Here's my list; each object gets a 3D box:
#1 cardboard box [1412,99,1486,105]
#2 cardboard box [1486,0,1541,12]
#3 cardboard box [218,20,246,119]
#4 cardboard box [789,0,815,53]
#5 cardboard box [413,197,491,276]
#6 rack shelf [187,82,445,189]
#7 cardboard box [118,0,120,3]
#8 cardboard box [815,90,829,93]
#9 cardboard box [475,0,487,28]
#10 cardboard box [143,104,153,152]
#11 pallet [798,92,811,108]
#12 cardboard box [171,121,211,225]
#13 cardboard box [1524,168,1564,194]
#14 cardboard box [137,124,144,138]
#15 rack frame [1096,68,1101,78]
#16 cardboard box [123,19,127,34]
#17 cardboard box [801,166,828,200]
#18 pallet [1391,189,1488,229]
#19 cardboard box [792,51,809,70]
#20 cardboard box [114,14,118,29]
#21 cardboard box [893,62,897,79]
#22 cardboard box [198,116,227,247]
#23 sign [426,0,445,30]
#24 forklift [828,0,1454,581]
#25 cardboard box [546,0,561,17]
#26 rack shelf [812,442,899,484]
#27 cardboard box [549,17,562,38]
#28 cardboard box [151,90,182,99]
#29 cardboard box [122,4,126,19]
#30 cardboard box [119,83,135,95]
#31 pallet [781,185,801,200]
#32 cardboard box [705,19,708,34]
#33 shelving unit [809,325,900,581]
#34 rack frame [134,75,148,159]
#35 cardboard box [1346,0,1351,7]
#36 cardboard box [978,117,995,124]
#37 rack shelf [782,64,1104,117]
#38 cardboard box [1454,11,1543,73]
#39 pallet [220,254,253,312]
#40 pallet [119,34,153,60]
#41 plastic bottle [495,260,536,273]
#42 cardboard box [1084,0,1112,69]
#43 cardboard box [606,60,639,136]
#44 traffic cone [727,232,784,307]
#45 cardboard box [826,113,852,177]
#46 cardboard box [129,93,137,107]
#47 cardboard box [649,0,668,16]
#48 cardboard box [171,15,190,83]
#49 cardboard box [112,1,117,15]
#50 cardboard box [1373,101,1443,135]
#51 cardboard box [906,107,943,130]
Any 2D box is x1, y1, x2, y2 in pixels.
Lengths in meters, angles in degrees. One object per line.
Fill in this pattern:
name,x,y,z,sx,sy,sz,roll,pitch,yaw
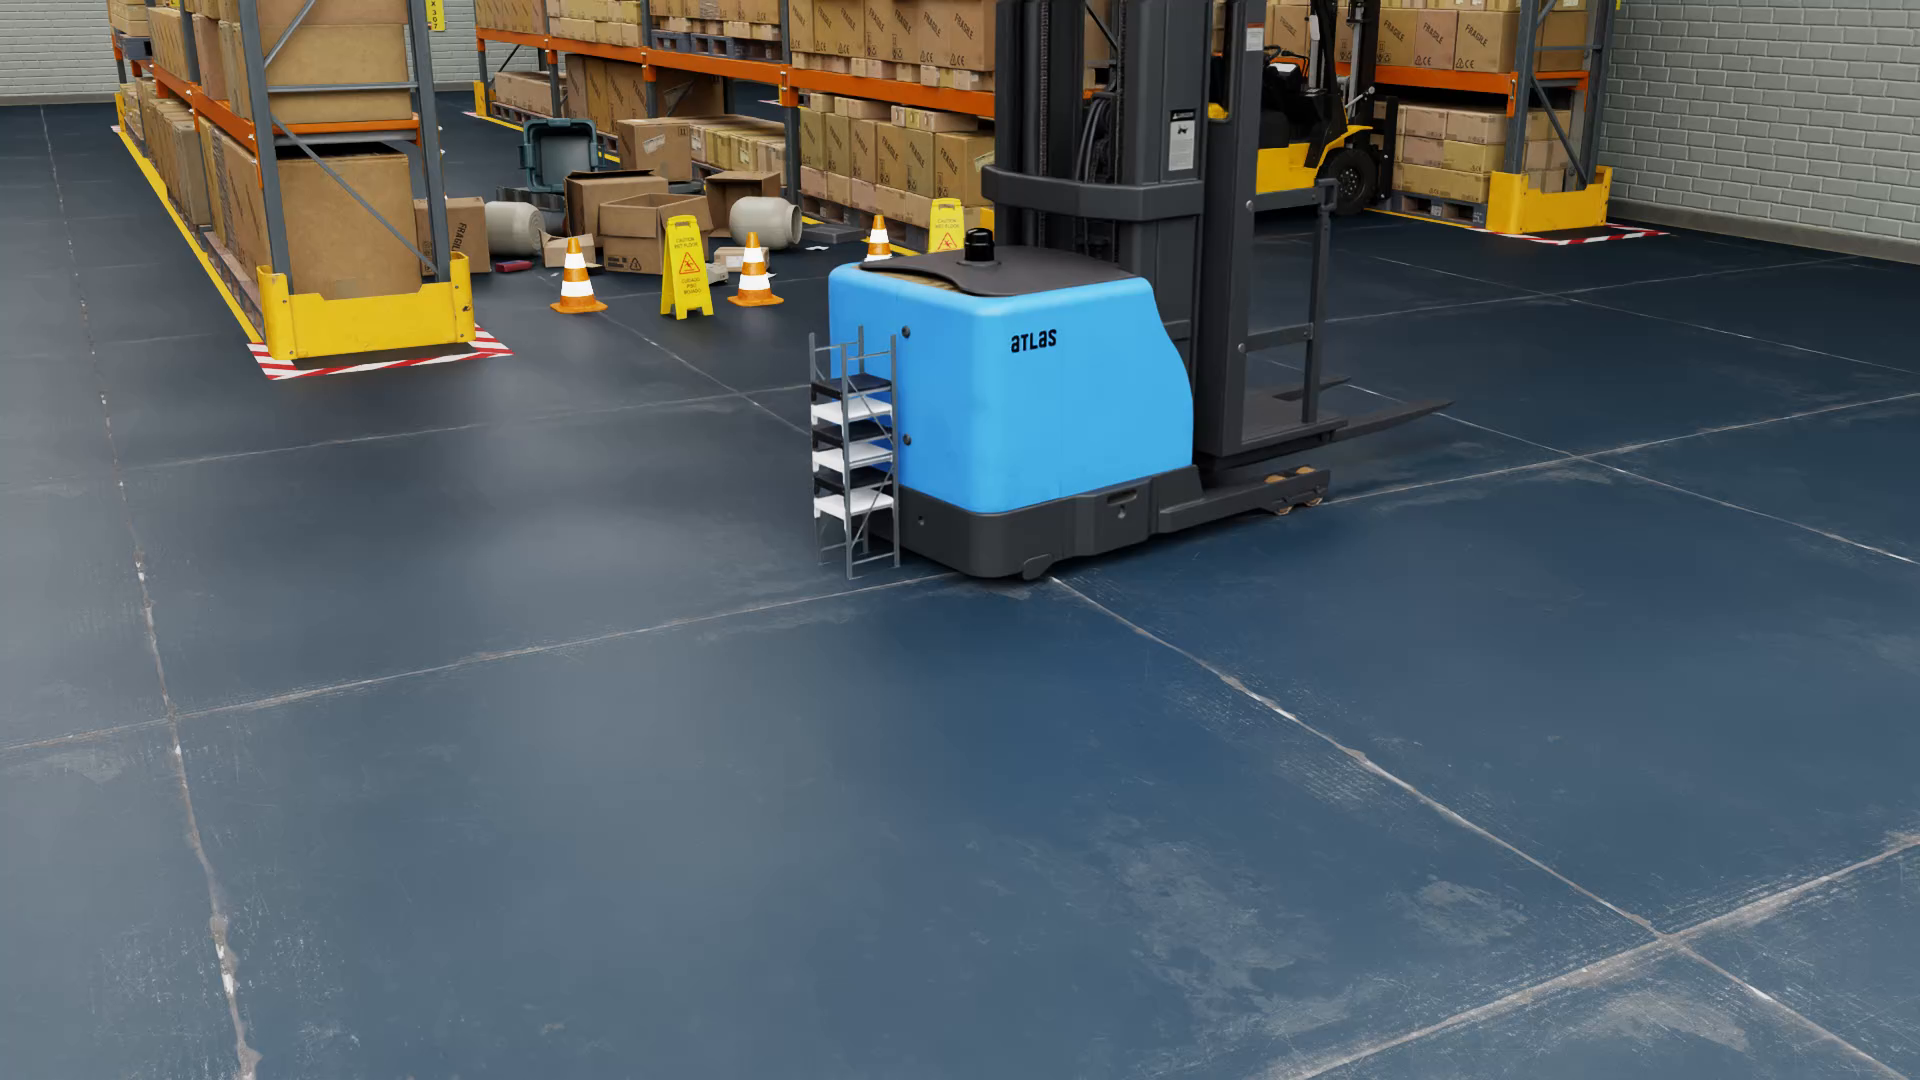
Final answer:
cardboard box,4.594,-3.994,15.645,0.500,0.250,0.500,-10,21,-27
cardboard box,4.713,-4.577,14.149,0.380,0.149,0.250,-10,21,-26
cardboard box,-4.047,-2.926,10.283,0.875,0.550,0.550,-10,21,-27
cardboard box,-1.178,-4.564,14.649,0.500,0.500,0.500,-10,21,-27
cardboard box,-3.810,-2.282,12.475,0.500,0.500,0.500,-6,20,-17
rack shelf,-4.500,-2.835,11.352,1.077,0.370,4.000,-10,21,-27
cardboard box,-8.598,-5.700,17.381,0.380,0.149,0.250,-9,21,-24
cardboard box,-1.895,-7.335,26.479,0.700,0.500,0.500,-9,21,-24
cardboard box,-6.865,-7.855,24.644,0.500,0.500,0.500,-10,21,-27
cardboard box,-8.879,-4.658,18.720,0.500,0.500,0.500,-9,21,-24
pallet,-2.058,-7.191,27.148,1.003,0.211,1.213,-10,21,-27
cardboard box,-5.824,-3.049,13.673,1.050,0.750,0.750,-10,21,-27
cardboard box,5.063,-3.237,14.985,0.500,0.250,0.500,-10,21,-26
cardboard box,-9.735,-4.957,20.124,0.380,0.149,0.250,-10,21,-26
rack frame,1.325,-6.463,20.764,1.000,3.000,0.127,-10,21,-27
cardboard box,-8.342,-5.265,17.033,0.380,0.149,0.250,-10,22,-27
cardboard box,-1.099,-3.233,14.973,0.500,0.250,0.500,-11,22,-29
pallet,4.724,-3.062,15.181,1.003,0.211,1.213,-10,21,-27
cardboard box,-1.275,-4.286,14.840,0.380,0.149,0.250,-10,21,-27
cardboard box,-9.215,-5.790,18.555,0.380,0.149,0.250,-10,21,-26
cardboard box,-0.317,-3.794,13.414,0.380,0.149,0.250,-10,21,-27
cardboard box,-5.213,-2.752,12.622,0.875,0.875,0.875,-10,21,-26
sign,-3.059,-3.132,9.661,0.100,0.325,0.005,-10,21,-27
forklift,0.944,-1.608,6.798,3.031,2.935,1.130,-15,24,-36
cardboard box,-4.980,-6.837,21.311,0.500,0.250,0.500,-11,22,-28
rack shelf,-0.390,-0.292,6.199,0.258,0.077,0.200,-15,24,-36
cardboard box,-4.964,-6.604,21.400,0.500,0.250,0.500,-11,22,-28
cardboard box,-7.905,-4.425,16.895,0.500,0.250,0.500,-11,22,-28
cardboard box,-8.240,-5.341,16.796,0.380,0.149,0.250,-9,21,-25
cardboard box,-11.199,-6.123,22.593,0.380,0.149,0.250,-11,22,-29
pallet,-1.513,-3.450,16.307,1.003,0.211,1.213,-10,21,-27
cardboard box,-2.392,-5.265,17.032,0.380,0.149,0.250,-9,21,-25
shelving unit,-0.390,-0.323,6.188,0.258,0.900,0.210,-15,24,-36
rack frame,-9.249,-6.046,19.554,1.000,3.000,0.127,-10,21,-27
cardboard box,3.861,-5.090,15.636,0.380,0.149,0.250,-10,22,-28
cardboard box,0.123,-3.226,13.804,0.500,0.500,0.500,-10,21,-26
rack shelf,-0.192,-3.631,13.659,1.077,0.370,4.000,-10,21,-27
cardboard box,4.659,-4.315,14.384,0.500,0.500,0.500,-11,22,-28
pallet,-4.575,-1.850,11.670,1.003,0.211,1.213,-10,21,-27
pallet,-7.782,-4.995,16.803,1.213,0.211,1.003,-10,21,-27
plastic bottle,-3.343,-2.064,12.519,0.133,0.061,0.283,16,25,39
cardboard box,0.777,-3.764,12.331,0.500,0.500,0.500,-10,22,-27
cardboard box,-3.716,-5.355,20.167,0.875,0.875,0.875,-10,21,-26
traffic cone,-1.397,-1.852,11.289,0.336,0.463,0.334,-10,21,-27
cardboard box,-0.835,-3.435,14.411,0.500,0.500,0.500,-9,21,-24
cardboard box,-10.192,-5.528,20.866,0.380,0.149,0.250,-11,22,-29
cardboard box,-3.031,-5.915,17.921,0.500,0.500,0.500,-11,22,-28
cardboard box,-5.933,-3.905,13.197,0.500,0.500,0.500,-10,21,-27
cardboard box,-9.095,-5.859,18.299,0.380,0.149,0.250,-11,22,-29
cardboard box,4.135,-3.911,15.406,0.500,0.250,0.500,-10,21,-26
cardboard box,-0.202,-3.314,13.064,0.380,0.149,0.250,-10,21,-26
